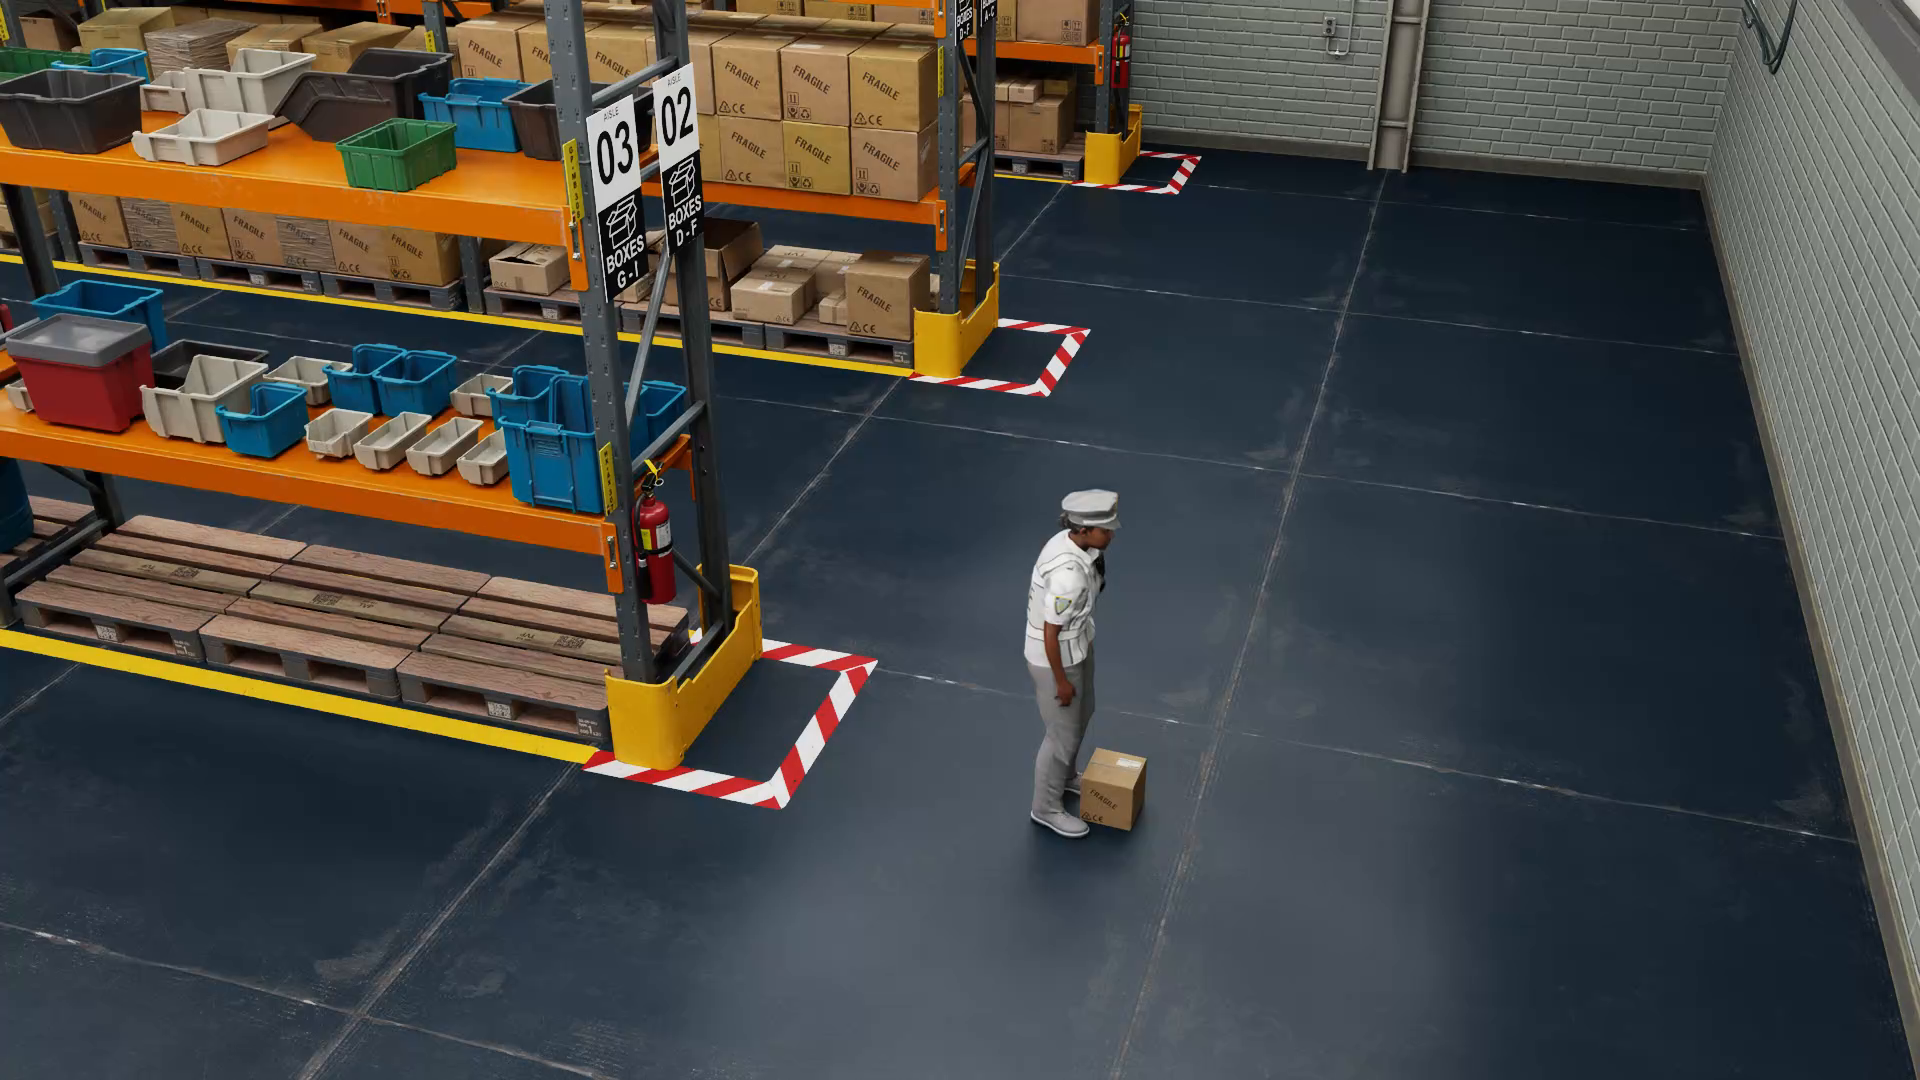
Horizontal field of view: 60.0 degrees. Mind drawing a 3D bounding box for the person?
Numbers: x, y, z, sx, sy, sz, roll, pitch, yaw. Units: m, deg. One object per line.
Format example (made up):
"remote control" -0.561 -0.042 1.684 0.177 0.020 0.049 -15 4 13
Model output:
"person" 0.497 0.534 7.553 0.397 1.658 0.509 8 30 15
